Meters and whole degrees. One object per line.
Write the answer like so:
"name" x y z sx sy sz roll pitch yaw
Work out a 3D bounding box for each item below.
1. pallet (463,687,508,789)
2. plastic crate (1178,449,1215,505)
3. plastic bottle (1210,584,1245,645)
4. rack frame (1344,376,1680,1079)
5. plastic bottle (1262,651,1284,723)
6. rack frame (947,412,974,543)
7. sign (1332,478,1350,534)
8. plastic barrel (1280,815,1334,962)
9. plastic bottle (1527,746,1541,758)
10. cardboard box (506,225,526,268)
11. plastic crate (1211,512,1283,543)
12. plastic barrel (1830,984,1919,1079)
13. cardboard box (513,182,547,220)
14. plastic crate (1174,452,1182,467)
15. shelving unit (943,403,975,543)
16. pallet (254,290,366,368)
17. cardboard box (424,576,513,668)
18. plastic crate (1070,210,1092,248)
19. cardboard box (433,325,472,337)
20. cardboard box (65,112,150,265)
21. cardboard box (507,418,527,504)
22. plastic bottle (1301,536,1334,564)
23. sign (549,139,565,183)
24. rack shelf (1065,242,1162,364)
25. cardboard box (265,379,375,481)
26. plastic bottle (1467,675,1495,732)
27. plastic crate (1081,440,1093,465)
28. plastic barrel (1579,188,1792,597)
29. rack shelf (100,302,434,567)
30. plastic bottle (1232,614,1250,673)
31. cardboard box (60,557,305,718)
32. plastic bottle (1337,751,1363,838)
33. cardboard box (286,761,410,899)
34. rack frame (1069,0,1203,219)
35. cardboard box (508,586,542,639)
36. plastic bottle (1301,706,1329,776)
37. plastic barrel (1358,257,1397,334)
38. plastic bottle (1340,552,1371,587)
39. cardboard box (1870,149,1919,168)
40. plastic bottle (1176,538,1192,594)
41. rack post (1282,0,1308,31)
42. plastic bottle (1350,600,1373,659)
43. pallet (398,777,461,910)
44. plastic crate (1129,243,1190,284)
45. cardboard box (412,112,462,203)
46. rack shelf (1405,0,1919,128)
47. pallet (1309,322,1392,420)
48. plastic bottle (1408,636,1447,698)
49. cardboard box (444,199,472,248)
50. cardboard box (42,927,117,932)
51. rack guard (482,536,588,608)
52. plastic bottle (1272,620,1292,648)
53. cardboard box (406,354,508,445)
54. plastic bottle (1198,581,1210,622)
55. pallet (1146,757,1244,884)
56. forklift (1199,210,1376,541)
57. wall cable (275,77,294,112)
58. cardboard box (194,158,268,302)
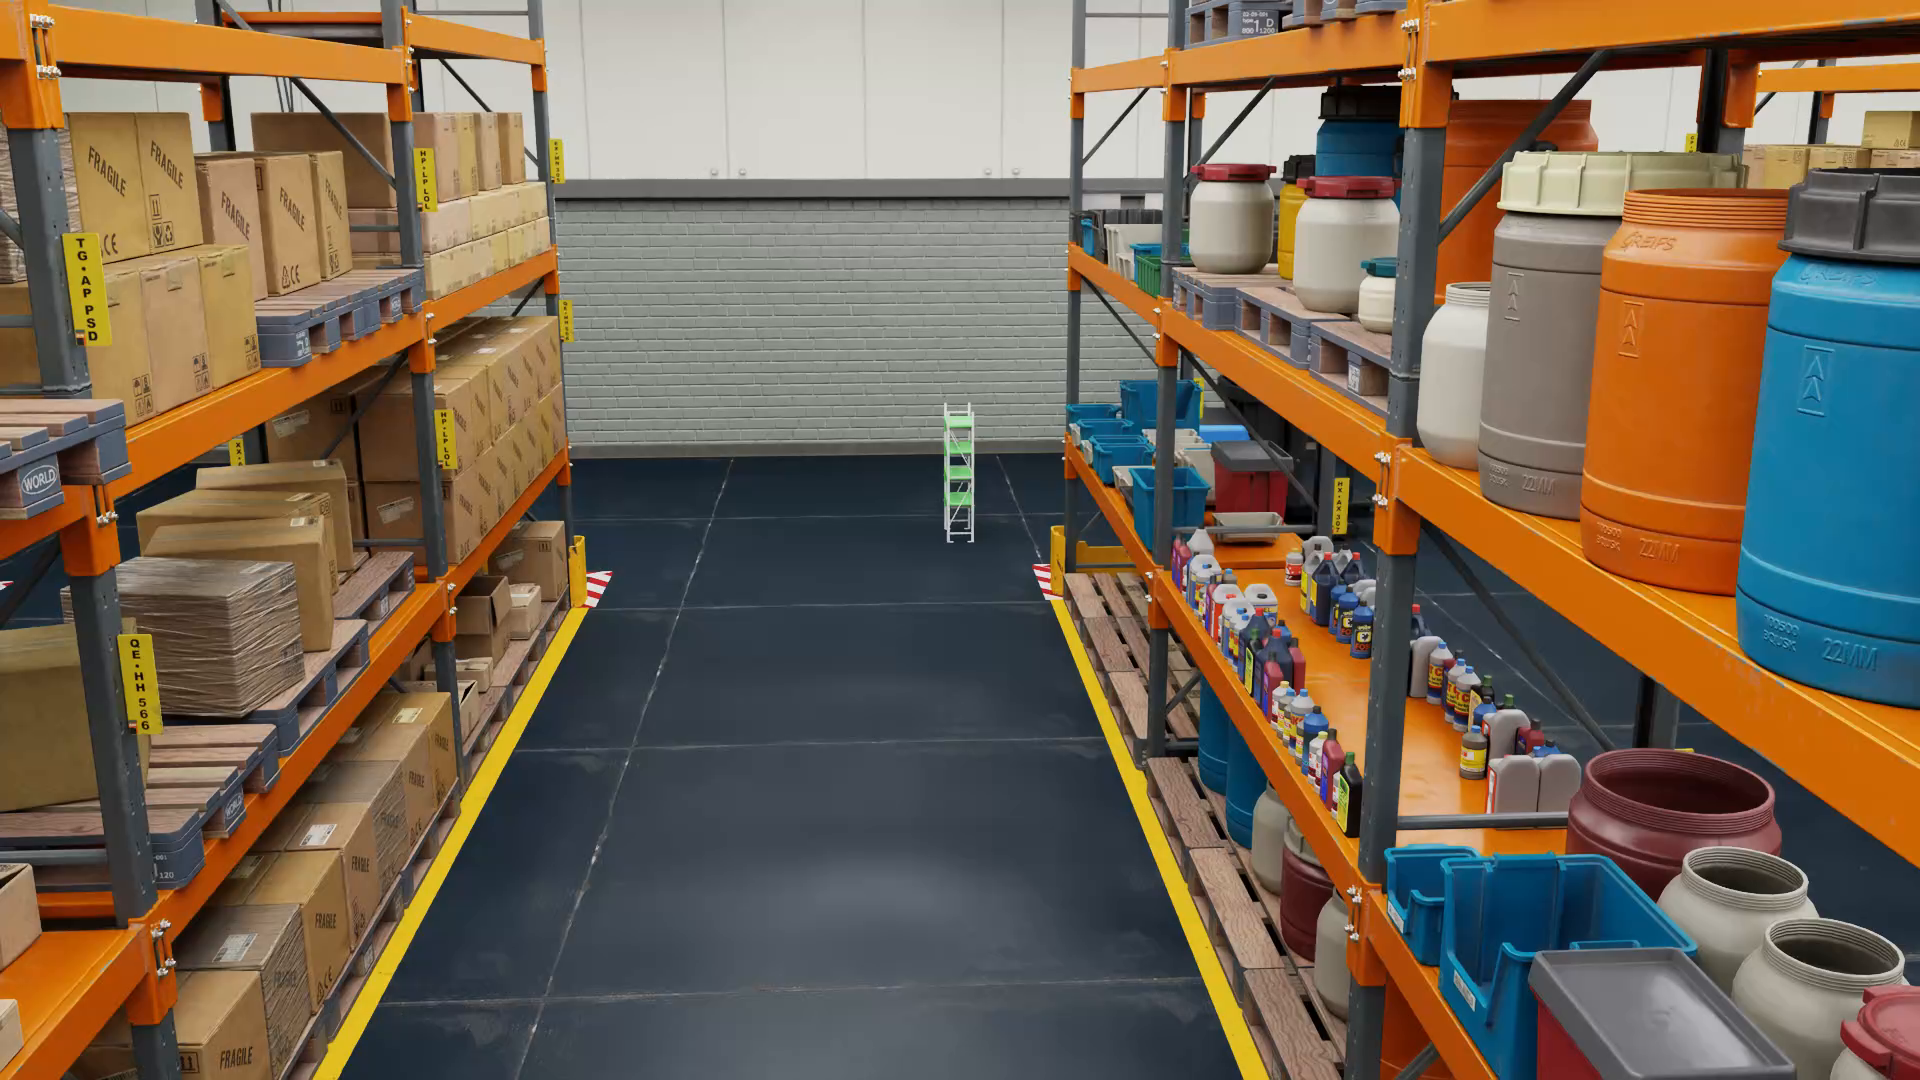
"pallet" -3.386 1.205 10.145 1.003 0.211 1.213 -1 14 -3
"plastic crate" 1.689 -0.405 10.921 0.437 0.282 0.530 -1 14 -3
"plastic bottle" 1.306 0.361 8.077 0.152 0.276 0.135 -1 14 -3
"rack frame" 1.848 0.944 5.561 1.000 3.000 0.127 -1 14 -3
"plastic bottle" 1.326 0.622 7.045 0.061 0.283 0.133 -1 14 -3
"rack frame" 0.005 -0.562 15.025 0.240 1.200 0.015 -1 14 -3
"sign" 2.149 -0.193 9.424 0.100 0.325 0.005 -1 14 -3
"plastic barrel" 1.731 1.506 7.372 0.600 0.588 0.708 -1 14 -3
"plastic bottle" 2.158 0.874 6.231 0.097 0.201 0.097 0 14 0
"cardboard box" -3.233 -1.978 11.198 0.500 0.250 0.500 -1 14 -3
"plastic crate" 1.714 -0.070 9.911 0.396 0.136 0.243 -1 14 -3
"plastic barrel" 2.183 1.342 3.743 0.433 0.535 0.433 0 14 0
"cardboard box" -3.306 -2.468 12.101 0.500 0.250 0.500 -1 14 -3
"plastic crate" 1.665 -0.532 11.708 0.298 0.136 0.250 -1 14 -3
"shelving unit" -0.010 -0.622 15.260 0.258 1.200 0.503 -1 14 -3
"pallet" -3.306 -0.916 7.146 1.213 0.211 1.003 -1 14 -3
"cardboard box" -3.466 0.554 11.205 0.797 0.503 0.637 -1 14 -3
"plastic crate" 1.098 -2.335 12.547 0.497 0.269 0.590 -1 14 -3
"cardboard box" -3.788 -1.258 11.913 0.500 0.500 0.500 -1 14 -3
"cardboard box" -3.149 -1.201 5.671 0.500 0.500 0.500 -1 14 -3
"cardboard box" -3.200 -0.533 11.100 0.500 0.500 0.500 -1 14 -4
"plastic bottle" 1.947 0.102 9.081 0.152 0.276 0.135 -1 14 -3
"sign" -3.037 -2.855 12.530 0.100 0.325 0.005 -1 14 -3
"rack shelf" 1.476 -1.652 11.076 1.077 0.370 4.000 -1 14 -3
"cardboard box" -3.634 -0.630 9.470 0.500 0.500 0.500 -1 14 -3
"plastic bottle" 2.138 0.682 6.815 0.061 0.283 0.133 -1 14 -3
"plastic crate" 1.018 -0.631 12.090 0.250 0.136 0.298 -1 14 -3
"plastic barrel" 1.723 -0.346 3.694 0.600 0.830 0.708 -1 14 -3
"rack shelf" -3.220 -0.582 6.916 1.077 0.370 4.000 -1 14 -3
"plastic bottle" 1.306 0.474 7.646 0.097 0.271 0.097 0 14 0
"cardboard box" -3.114 0.383 6.700 0.700 0.500 0.500 2 15 7
"plastic bottle" 1.397 0.907 5.941 0.061 0.283 0.133 -1 14 -3
"cardboard box" -2.975 1.388 7.967 0.500 0.500 0.500 -1 14 -3
"rack frame" 1.352 -3.951 12.546 1.000 3.000 0.127 -1 14 -3
"cardboard box" -3.283 0.517 11.857 0.500 0.250 0.500 -1 14 -3
"plastic bottle" 1.382 0.778 6.466 0.097 0.271 0.097 0 14 0
"plastic barrel" 1.635 -0.909 6.179 0.301 0.262 0.301 0 14 0
"plastic bottle" 1.995 0.243 8.386 0.144 0.351 0.185 -1 14 -3
"cardboard box" 6.515 -2.340 11.060 0.700 0.500 0.500 0 14 -1
"plastic bottle" 1.205 0.137 8.933 0.061 0.283 0.133 -1 14 -3
"rack post" 1.852 -2.212 6.793 0.937 0.300 0.954 1 14 3
"plastic bottle" 1.900 0.419 7.861 0.097 0.271 0.097 0 14 0
"pallet" -3.256 1.577 8.697 1.003 0.211 1.213 -1 14 -3
"plastic crate" 1.225 -1.644 9.935 0.416 0.233 0.300 -1 14 -3
"cardboard box" -3.302 -2.207 9.582 0.700 0.500 0.500 -1 14 -3
"rack shelf" 1.972 -0.922 3.019 1.077 0.370 4.000 -1 14 -3
"pallet" 1.898 -0.609 5.956 1.003 0.211 1.213 -1 14 -3
"plastic bottle" 2.058 0.547 7.354 0.152 0.276 0.135 -1 14 -3
"cardboard box" -3.159 -1.846 9.684 0.500 0.250 0.500 -1 14 -3
"cardboard box" -3.396 1.411 6.374 0.500 0.250 0.500 0 14 -1
"rack guard" -3.587 0.260 13.238 1.175 0.500 0.348 -1 14 -3
"plastic bottle" 1.456 0.496 7.560 0.097 0.271 0.097 0 14 0
"cardboard box" -3.156 -0.885 10.464 0.500 0.500 0.500 -1 14 -5
"plastic bottle" 1.257 0.311 8.420 0.097 0.201 0.097 0 14 0
"pallet" 1.606 1.492 9.026 1.003 0.211 1.213 -1 14 -3
"forklift" 3.248 -1.541 15.358 3.031 2.935 1.130 -1 14 -4
"wall cable" -8.530 -3.706 17.827 3.097 2.526 0.112 -1 14 -3
"cardboard box" -3.301 -1.270 6.902 0.600 0.600 0.600 -1 15 -6
